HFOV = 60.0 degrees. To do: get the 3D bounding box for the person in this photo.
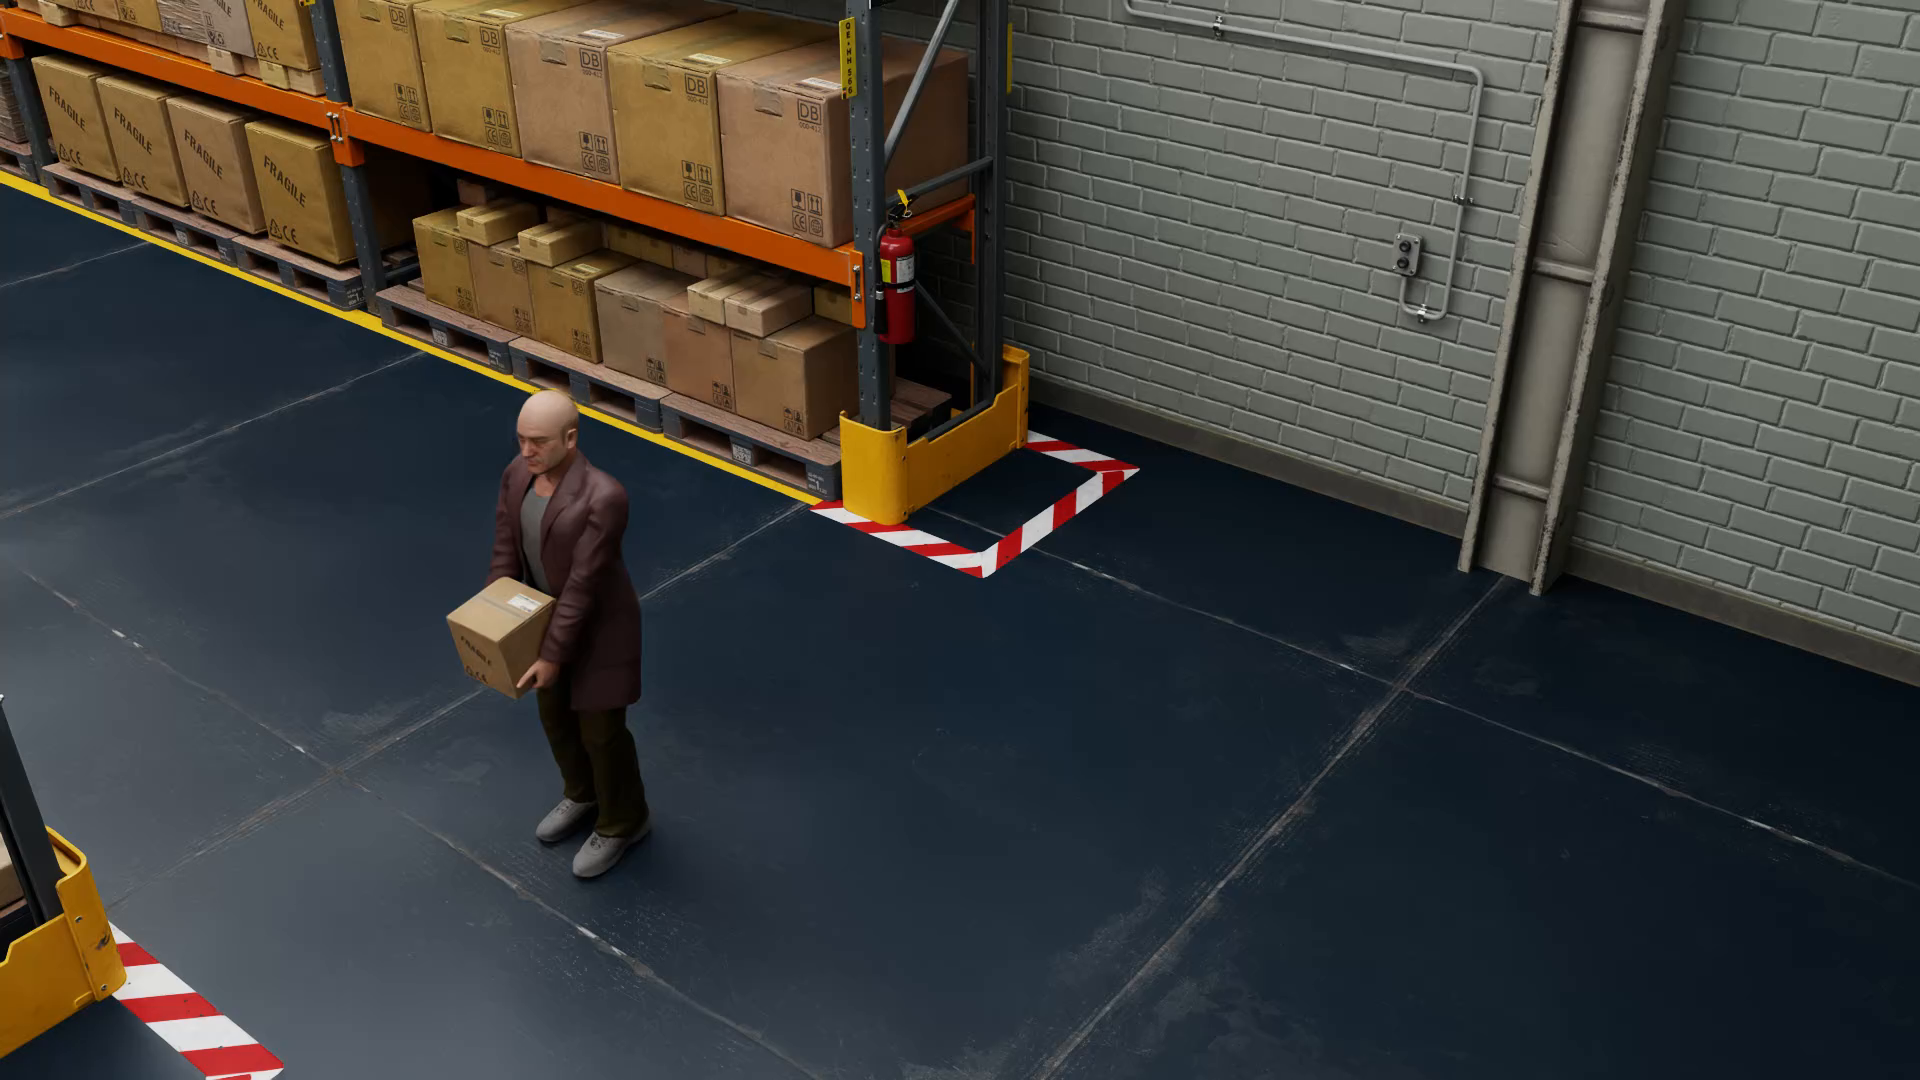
[{"bbox_3d":[-1.346,0.336,5.580,0.528,1.779,0.569,20,36,31],"label":"person"}]
